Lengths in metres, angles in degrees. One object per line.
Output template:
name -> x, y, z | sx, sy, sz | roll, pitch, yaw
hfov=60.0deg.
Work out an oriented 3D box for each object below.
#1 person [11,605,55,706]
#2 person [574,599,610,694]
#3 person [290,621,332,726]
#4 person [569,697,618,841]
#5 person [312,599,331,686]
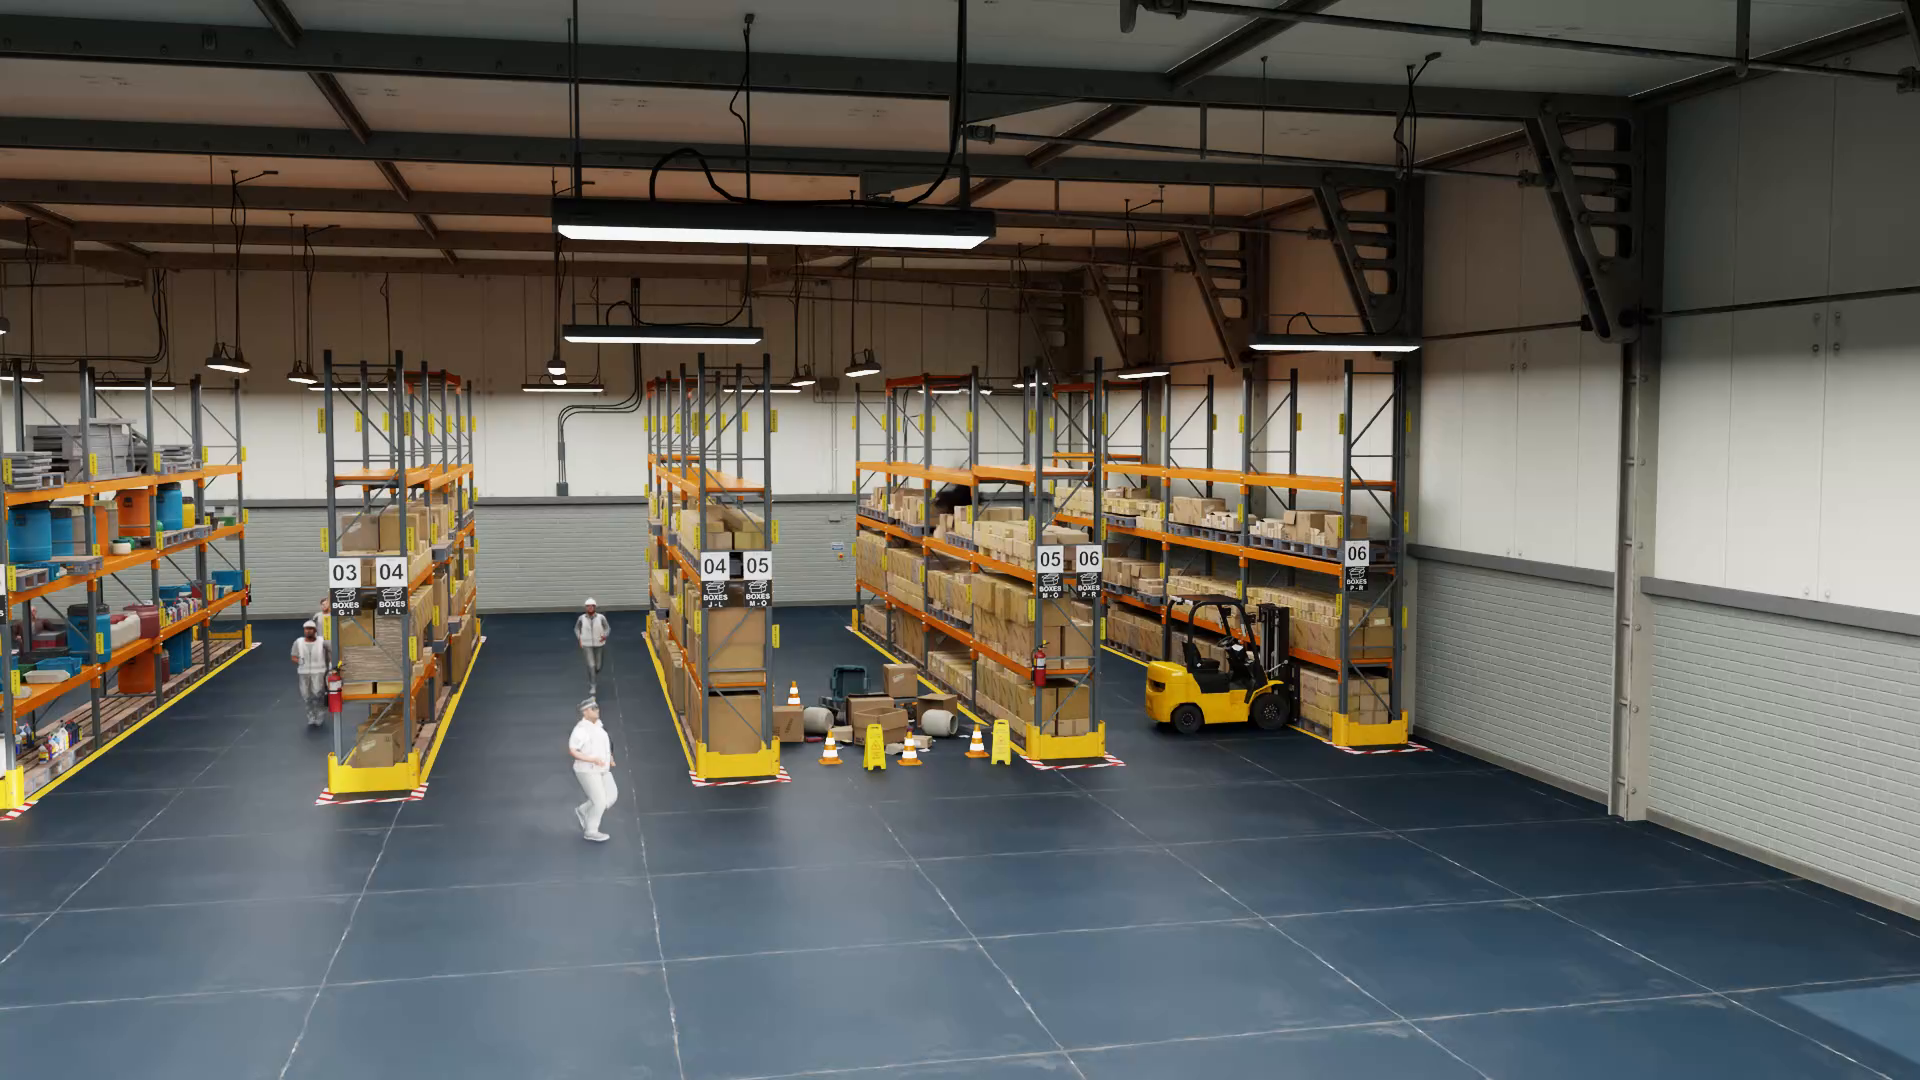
person -> -16.573, 2.071, 29.676 | 0.664, 1.832, 0.807 | -1, 4, -15
person -> -6.888, 1.977, 31.170 | 0.668, 1.766, 0.697 | -1, 4, -15
person -> -10.679, 2.204, 27.394 | 0.662, 1.748, 0.659 | -1, 4, -10
person -> -4.419, 2.741, 20.013 | 0.623, 1.732, 0.659 | 1, 4, 20
person -> -12.254, 1.956, 32.148 | 0.565, 1.653, 0.787 | -1, 4, -16
